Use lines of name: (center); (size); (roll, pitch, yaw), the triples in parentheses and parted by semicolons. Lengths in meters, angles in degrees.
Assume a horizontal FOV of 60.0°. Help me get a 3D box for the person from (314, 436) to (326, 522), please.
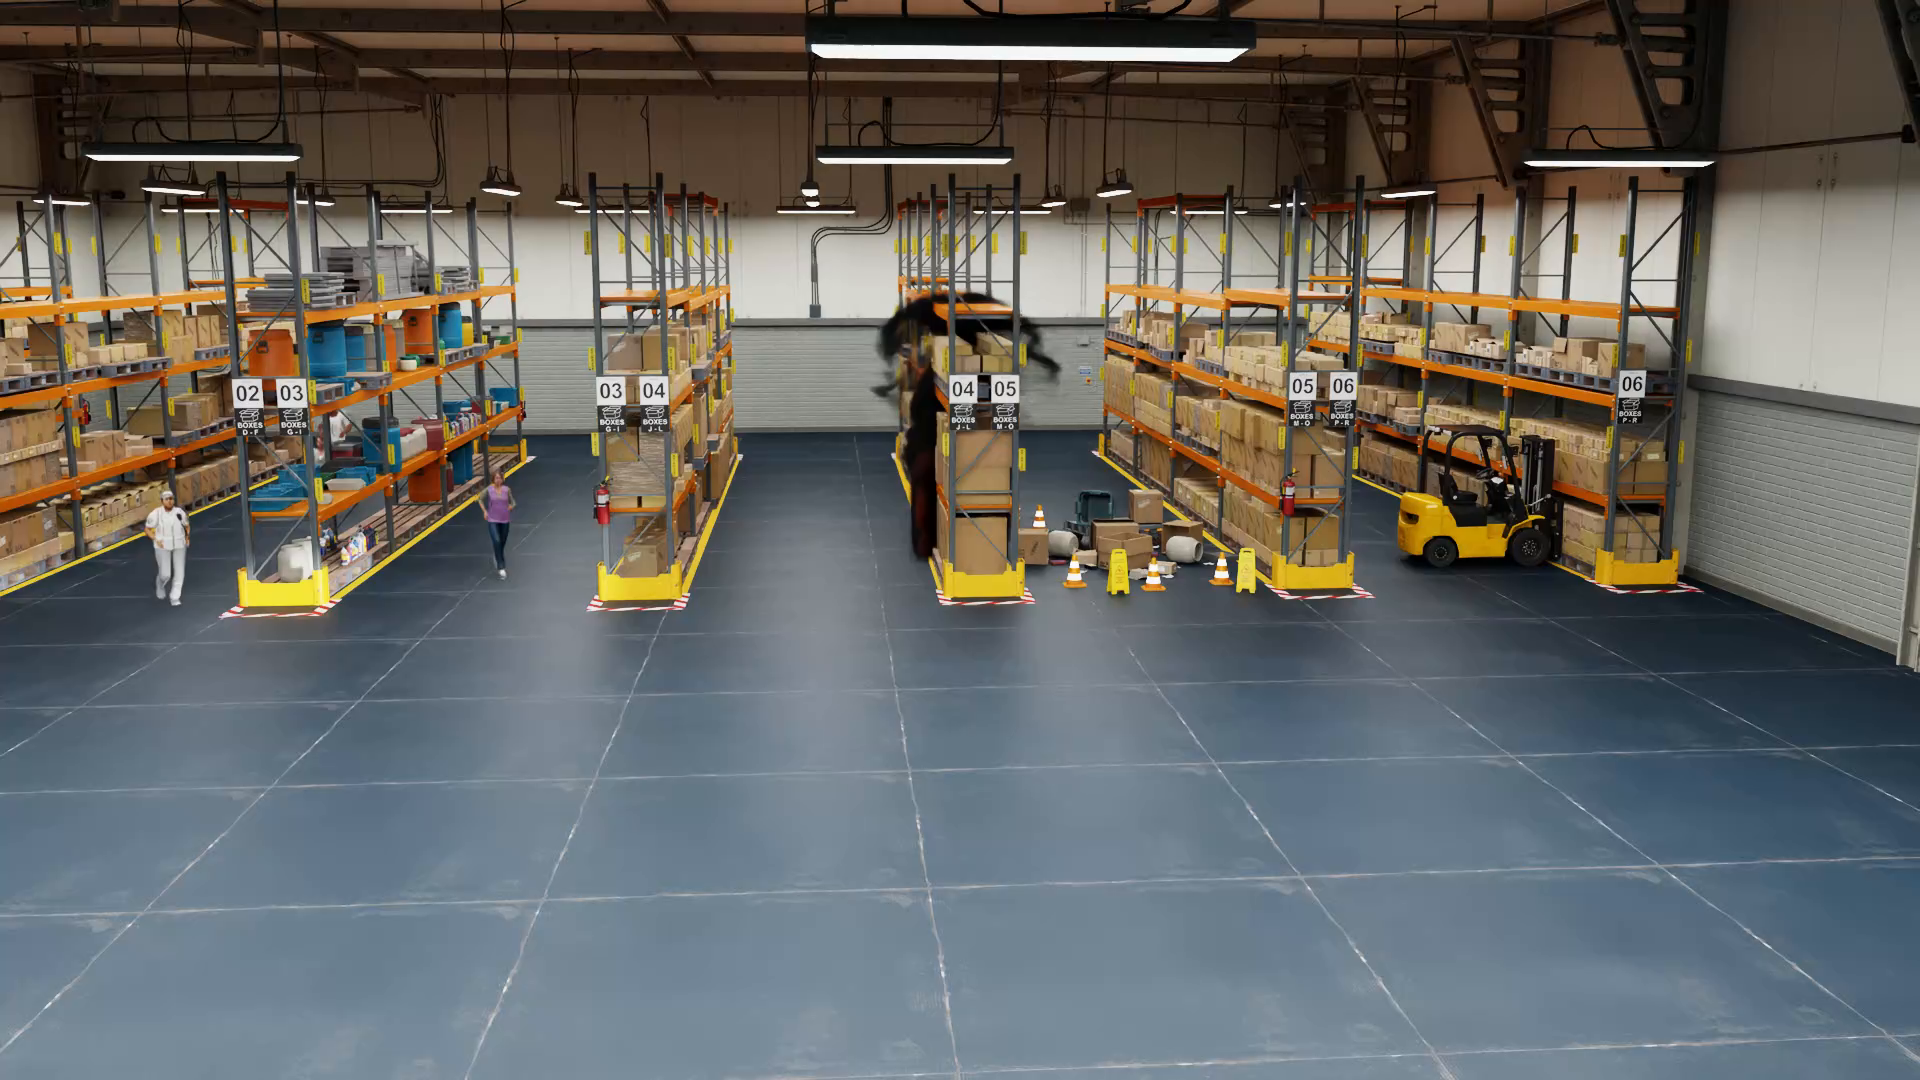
person: (-11.739, -1.140, 30.685); (0.542, 1.555, 0.625); (-2, 10, -9)

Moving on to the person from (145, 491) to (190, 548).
person: (-11.087, -0.280, 23.324); (0.591, 0.793, 0.406); (-8, 13, -39)

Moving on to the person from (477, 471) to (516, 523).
person: (-7.048, -0.656, 25.396); (0.539, 0.795, 0.570); (-5, 11, -28)
